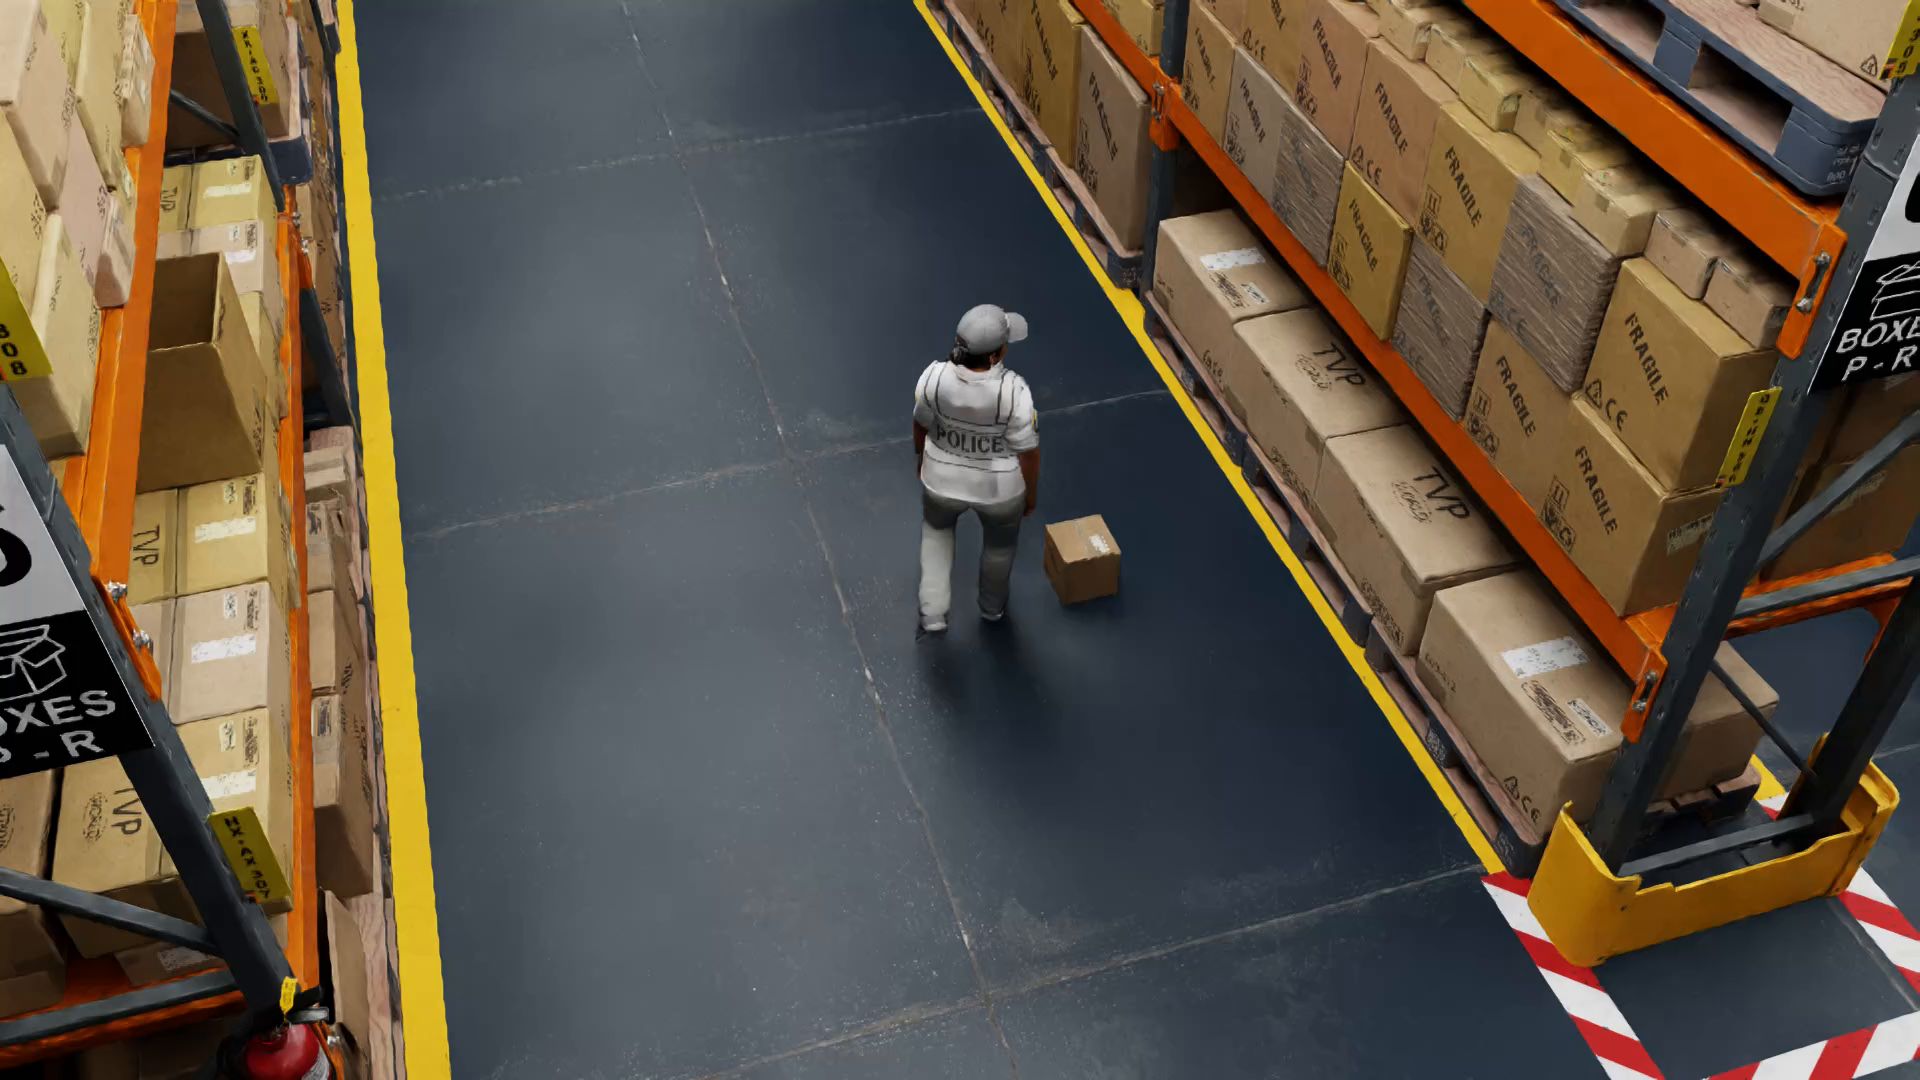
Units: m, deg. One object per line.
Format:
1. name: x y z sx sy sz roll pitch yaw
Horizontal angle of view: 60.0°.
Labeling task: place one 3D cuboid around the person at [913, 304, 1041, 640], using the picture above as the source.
1. person: 0.063 -0.234 6.408 0.517 1.669 0.672 9 43 10
